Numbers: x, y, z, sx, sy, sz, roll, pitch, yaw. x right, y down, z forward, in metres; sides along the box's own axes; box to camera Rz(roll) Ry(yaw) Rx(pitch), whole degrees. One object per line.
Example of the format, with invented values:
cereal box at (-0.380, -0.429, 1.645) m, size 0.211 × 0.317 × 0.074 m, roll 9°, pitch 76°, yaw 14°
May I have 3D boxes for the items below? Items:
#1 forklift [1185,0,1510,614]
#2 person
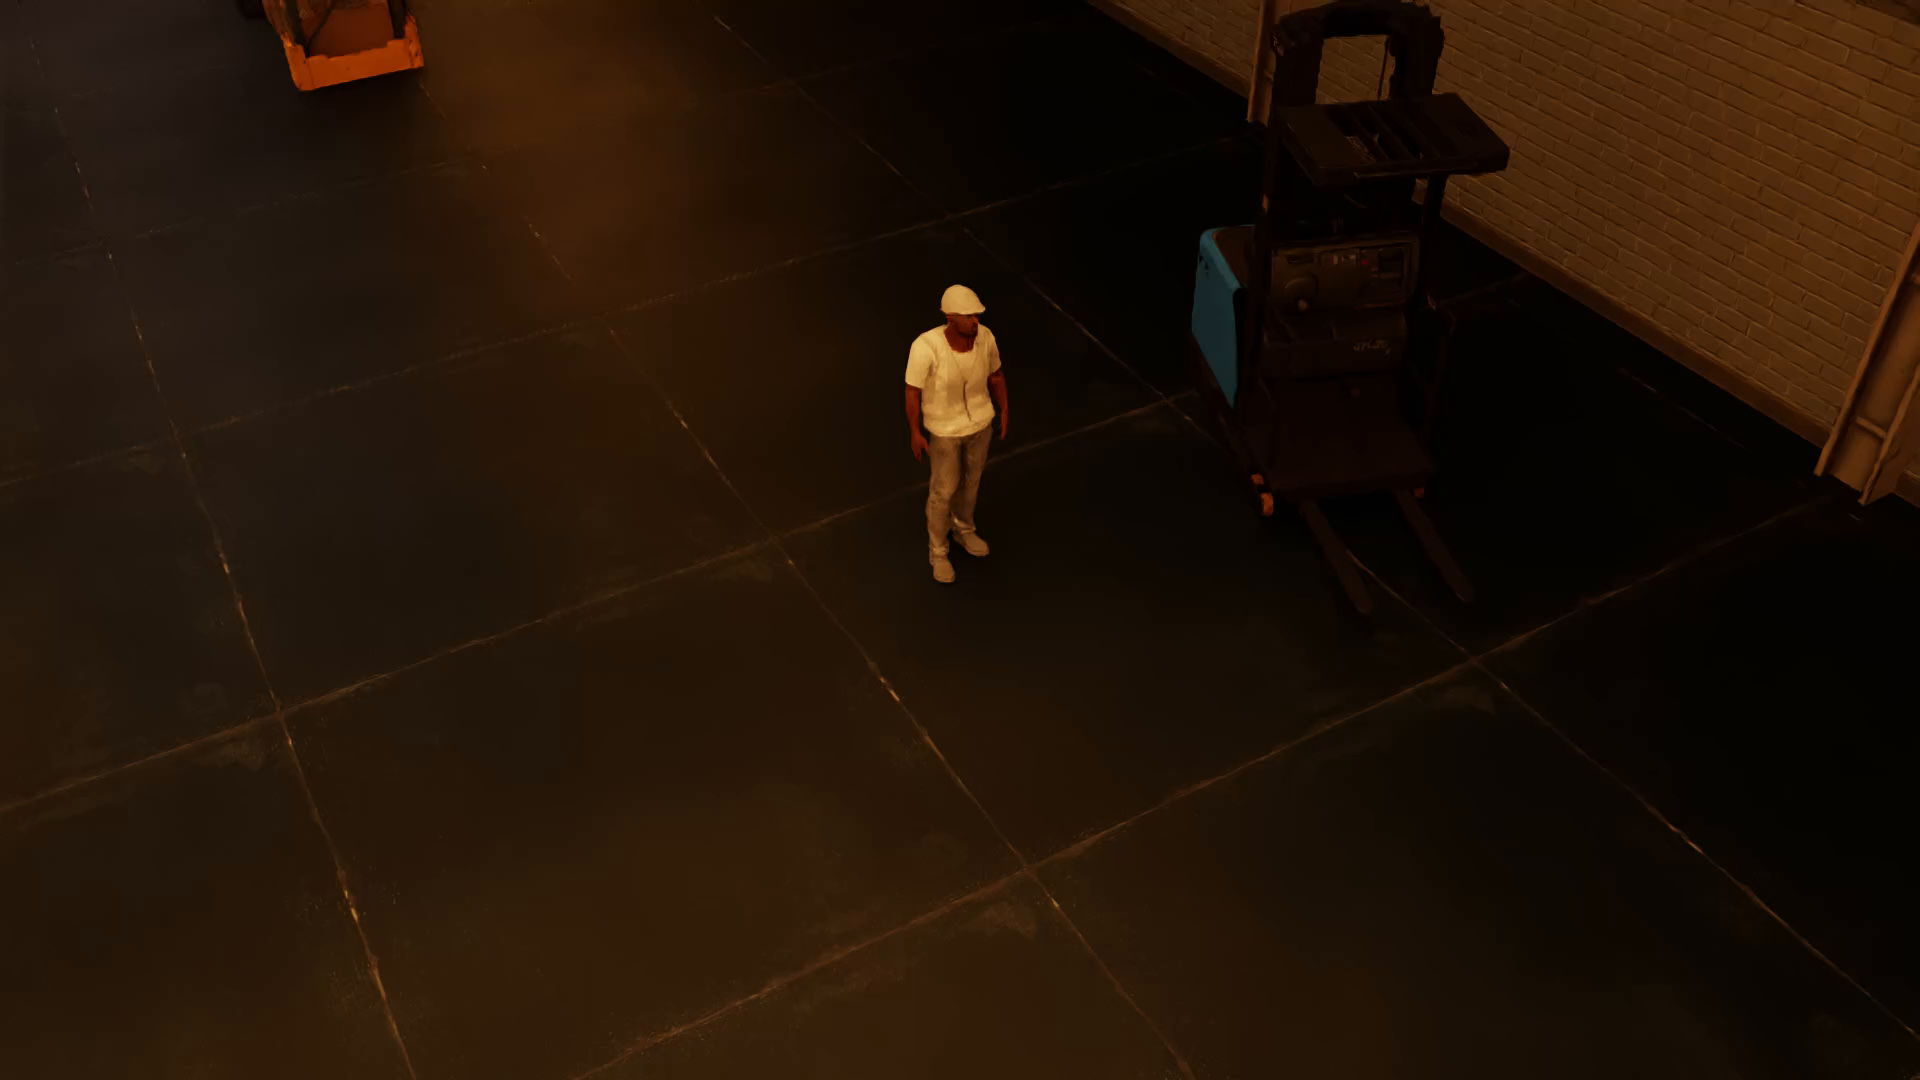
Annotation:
forklift at (2.362, -1.526, 9.876) m, size 1.130 × 2.935 × 3.031 m, roll -7°, pitch 40°, yaw -8°
person at (0.030, -0.645, 9.715) m, size 0.665 × 1.766 × 0.576 m, roll -20°, pitch 44°, yaw -23°
